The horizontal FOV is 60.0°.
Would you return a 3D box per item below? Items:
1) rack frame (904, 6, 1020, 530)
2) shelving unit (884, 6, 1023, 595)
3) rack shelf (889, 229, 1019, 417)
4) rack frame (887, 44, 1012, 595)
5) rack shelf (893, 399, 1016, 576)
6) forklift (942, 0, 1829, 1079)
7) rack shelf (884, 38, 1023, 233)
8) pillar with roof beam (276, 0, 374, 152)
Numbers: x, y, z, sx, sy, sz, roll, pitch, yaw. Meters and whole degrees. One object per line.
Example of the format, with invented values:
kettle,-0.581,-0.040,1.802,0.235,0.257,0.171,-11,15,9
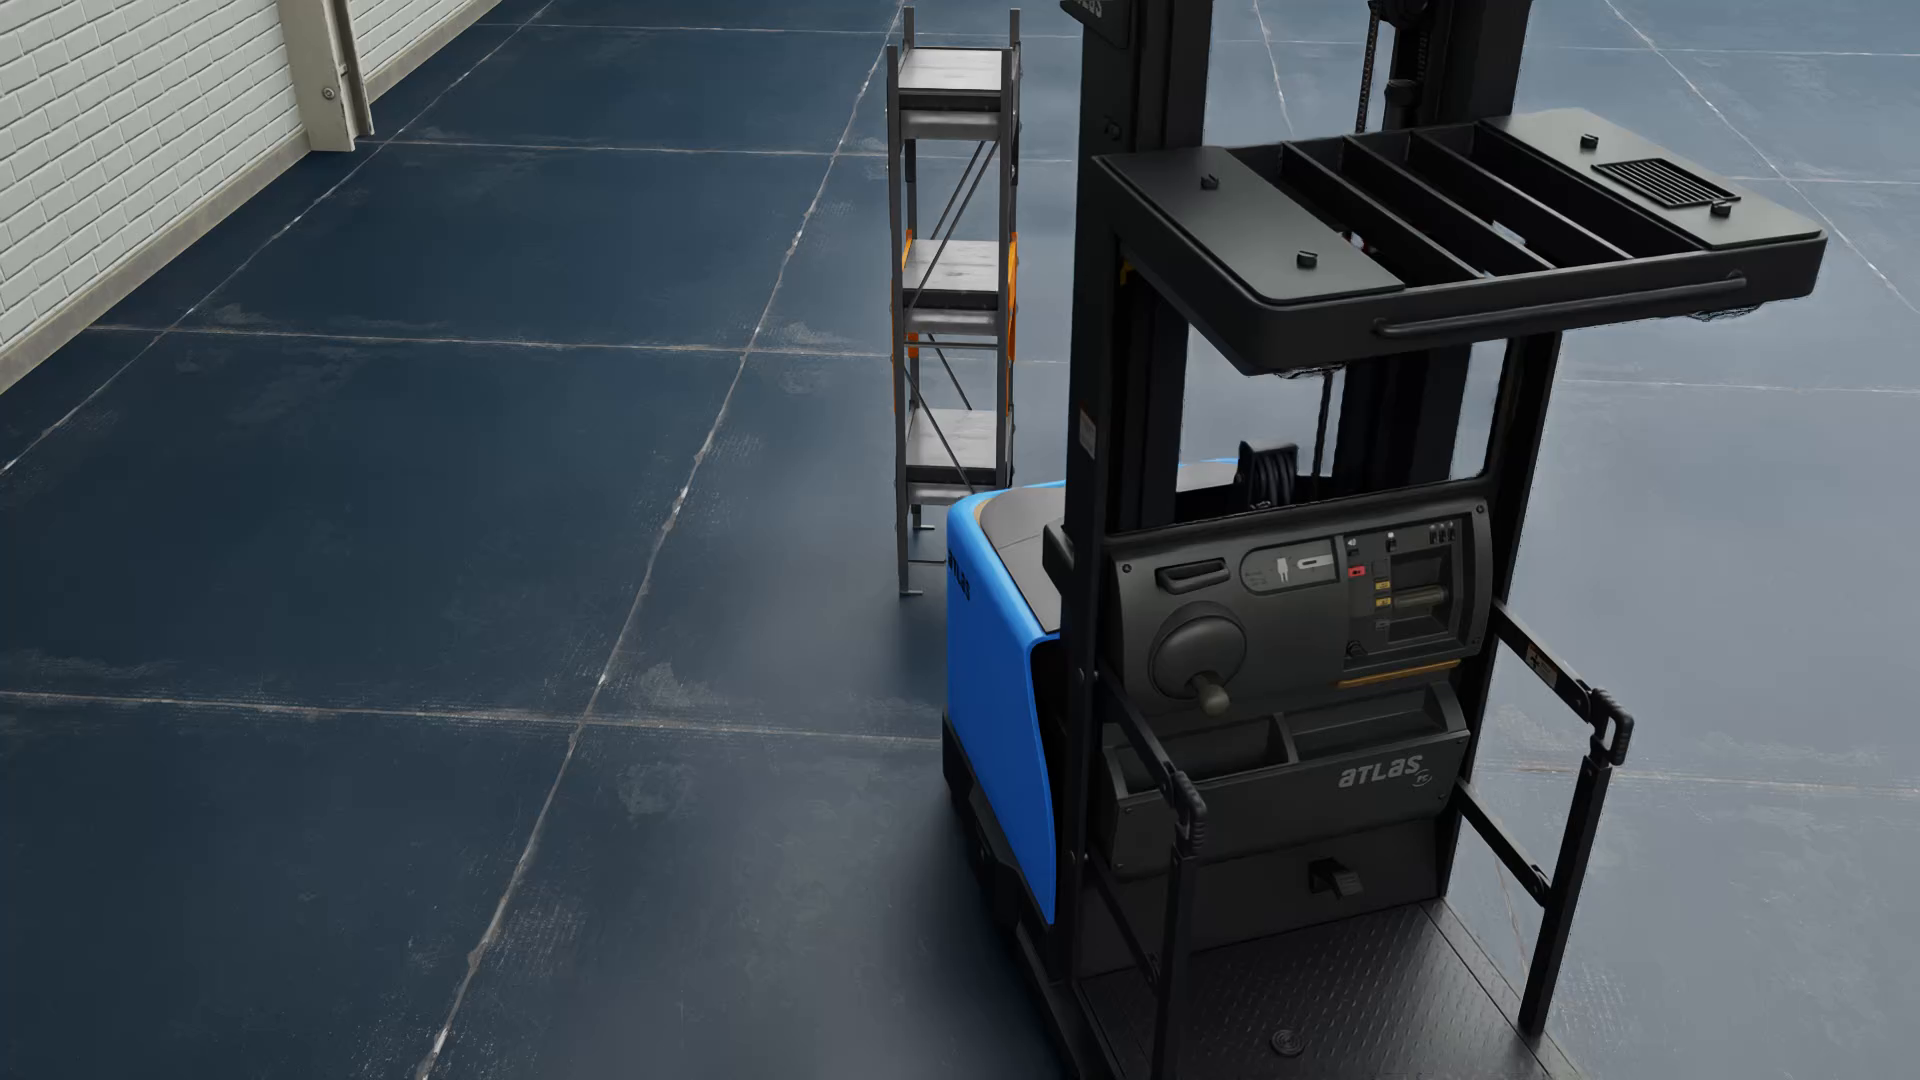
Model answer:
rack frame,0.006,-0.935,6.266,0.400,2.100,0.015,2,32,4
shelving unit,-0.013,-0.807,6.059,0.431,2.100,0.503,2,32,4
rack shelf,-0.013,-0.796,6.066,0.431,0.518,0.480,2,32,4
rack frame,-0.033,-0.680,5.852,0.400,2.100,0.015,2,32,4
rack shelf,-0.013,-0.200,6.433,0.431,0.518,0.480,2,32,4
forklift,0.859,0.204,3.625,1.130,2.935,3.031,-9,33,-14
rack shelf,-0.014,-1.392,5.699,0.431,0.518,0.480,2,32,4
pillar with roof beam,0.177,-6.298,8.392,9.100,9.000,0.400,2,32,4
